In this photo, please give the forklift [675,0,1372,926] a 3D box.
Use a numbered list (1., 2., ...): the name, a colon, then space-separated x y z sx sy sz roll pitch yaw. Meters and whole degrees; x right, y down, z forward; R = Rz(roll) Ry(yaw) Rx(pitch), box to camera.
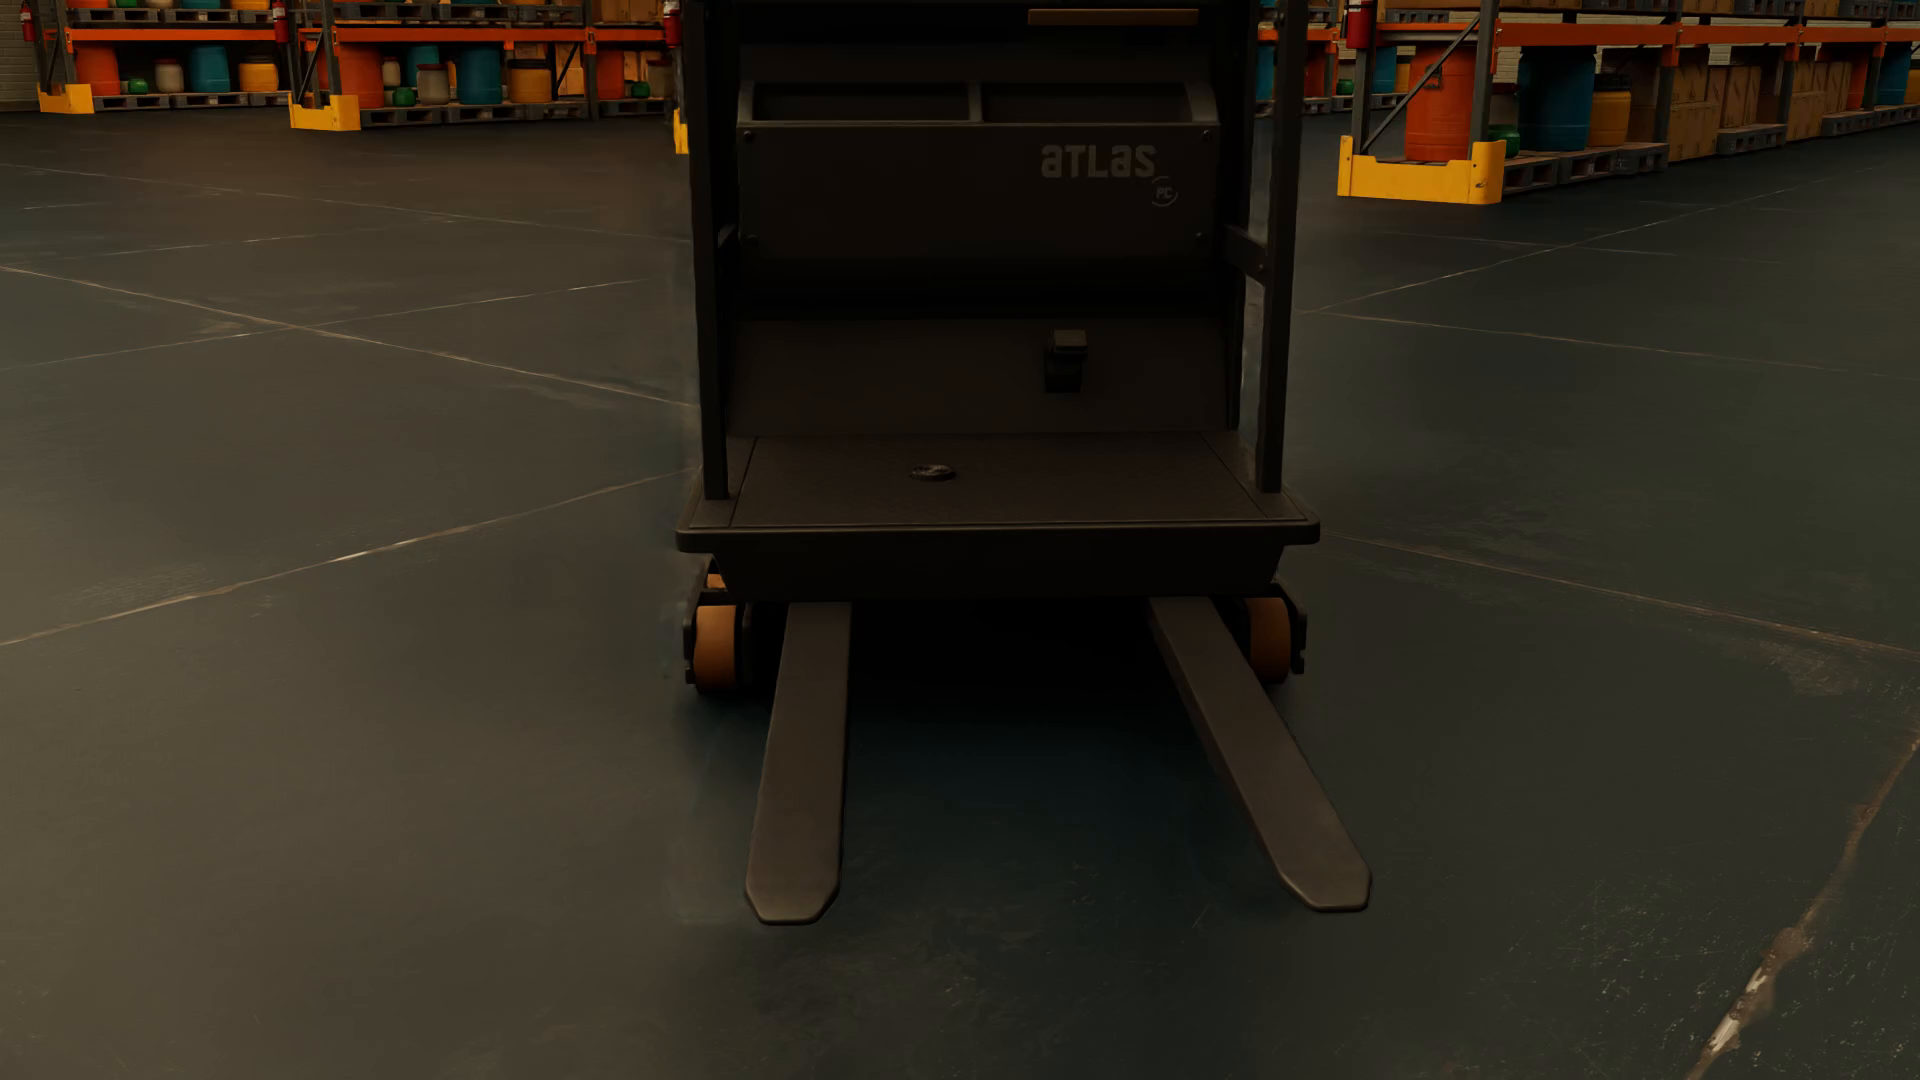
1. forklift: 0.047 -1.218 2.910 1.130 2.935 3.031 -1 17 -3
